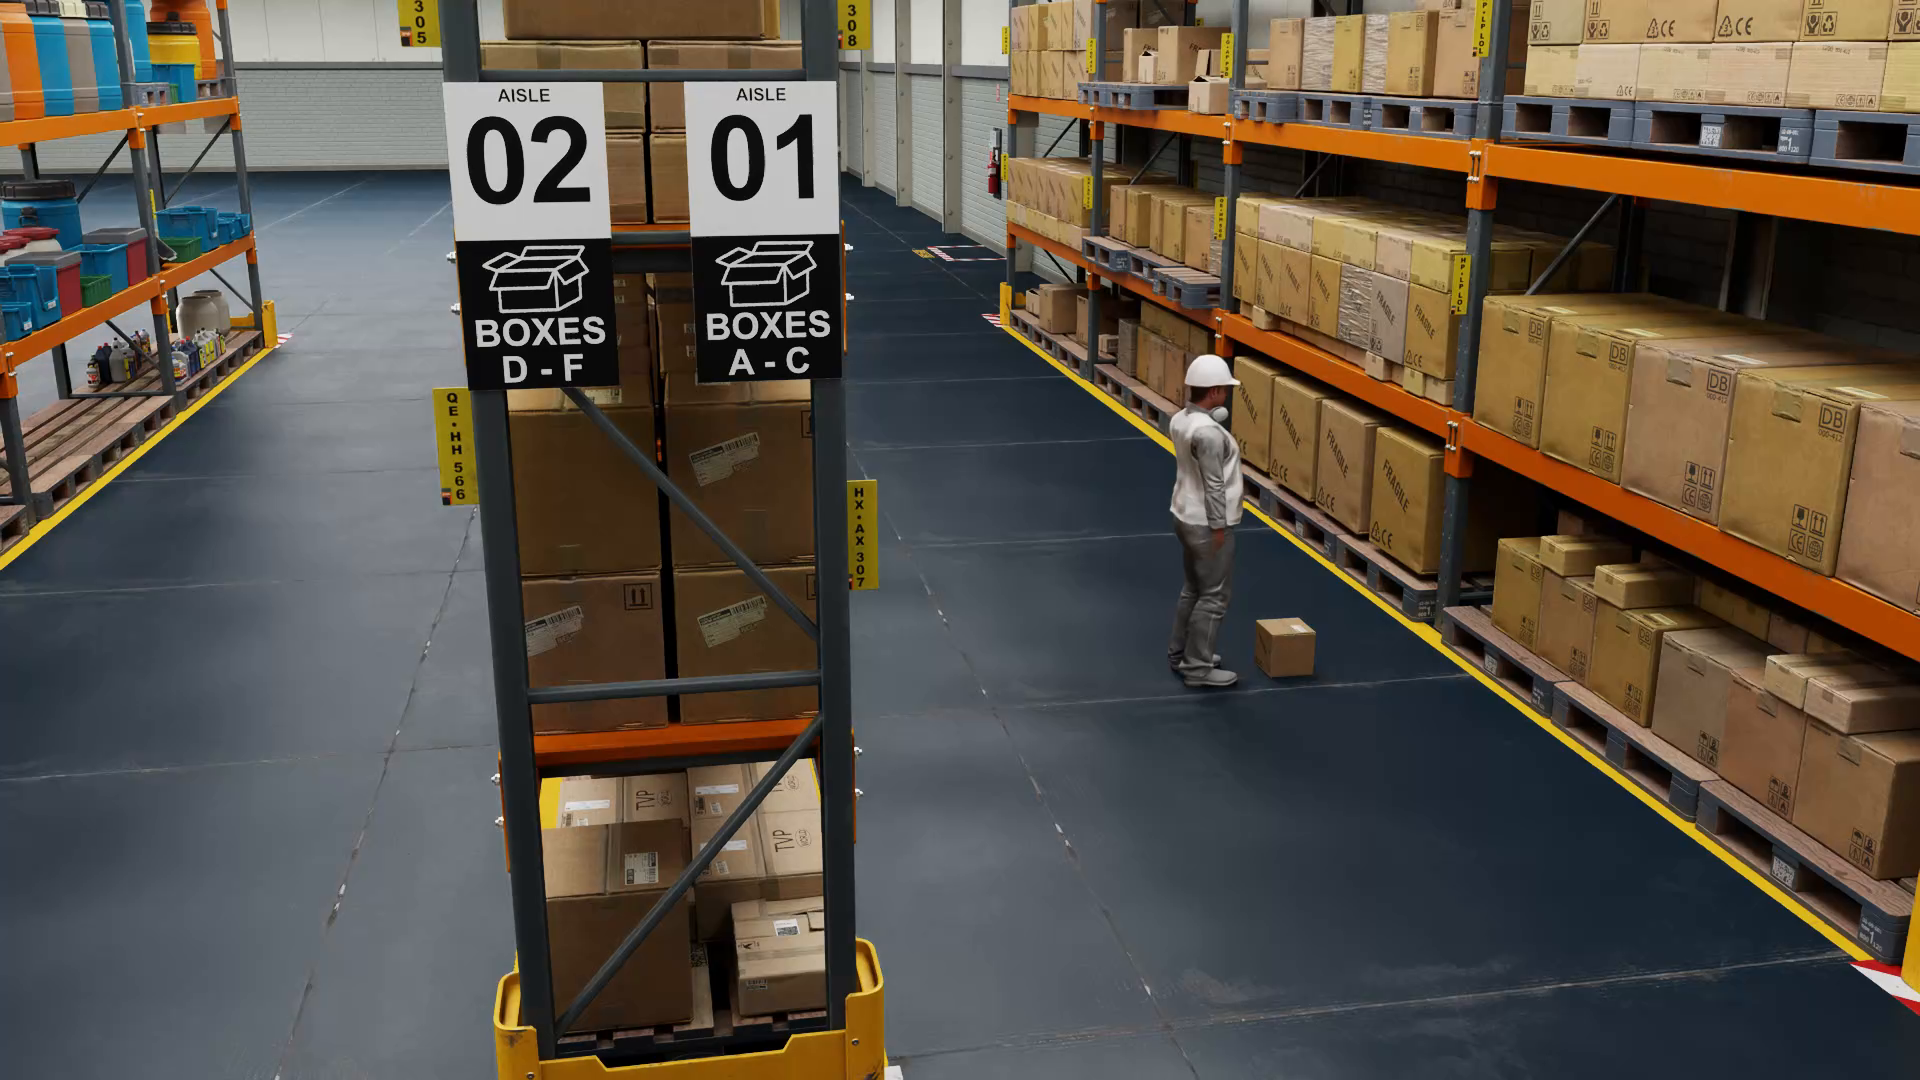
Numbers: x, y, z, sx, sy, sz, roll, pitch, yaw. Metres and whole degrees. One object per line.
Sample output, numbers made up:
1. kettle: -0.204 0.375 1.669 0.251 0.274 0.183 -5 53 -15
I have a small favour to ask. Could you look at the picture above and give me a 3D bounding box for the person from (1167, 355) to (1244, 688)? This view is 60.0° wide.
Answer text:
1. person: 1.310 -0.111 8.885 0.360 1.766 0.533 -3 16 -9
